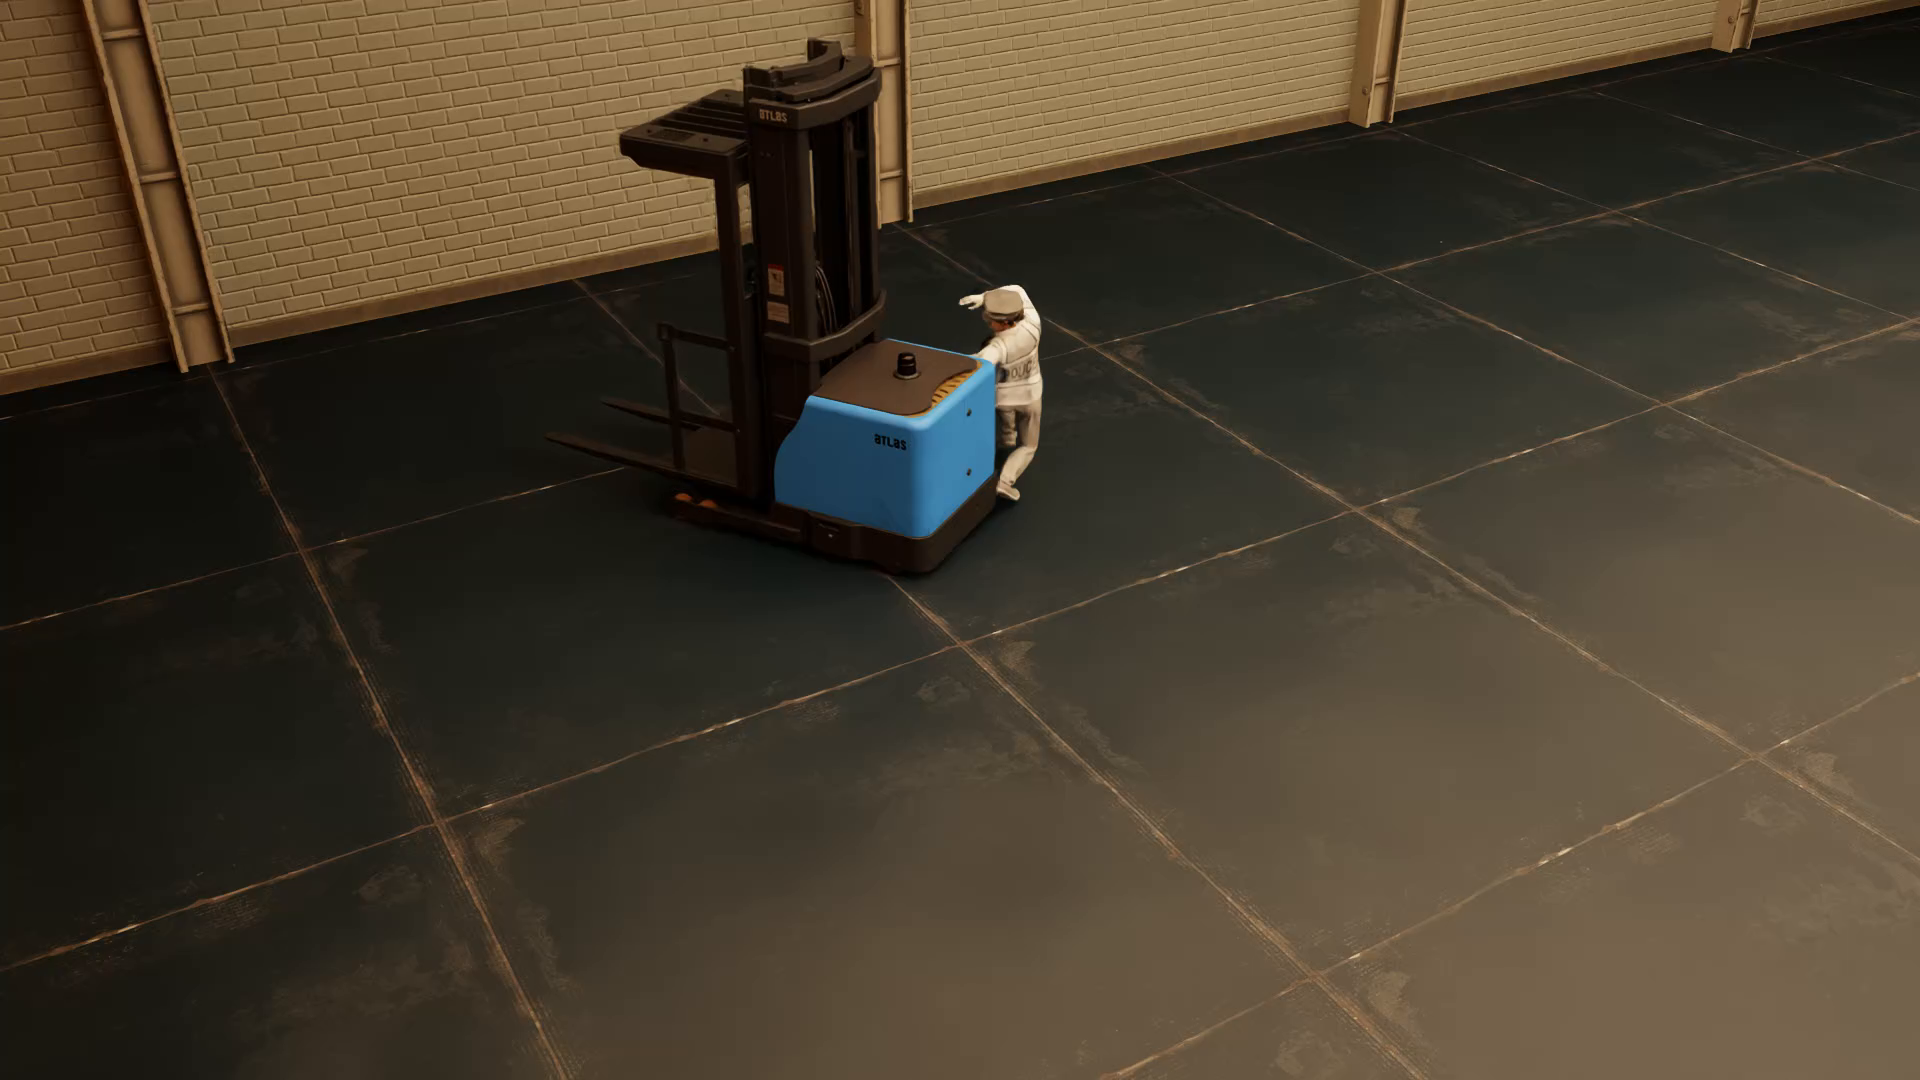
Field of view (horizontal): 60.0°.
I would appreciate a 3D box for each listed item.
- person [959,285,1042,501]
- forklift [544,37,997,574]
[{"bbox_3d":[0.091,-0.999,10.787,0.892,1.381,0.928,-2,31,-4],"label":"person"},{"bbox_3d":[-1.316,-1.571,10.271,3.031,2.935,1.130,15,34,23],"label":"forklift"}]
